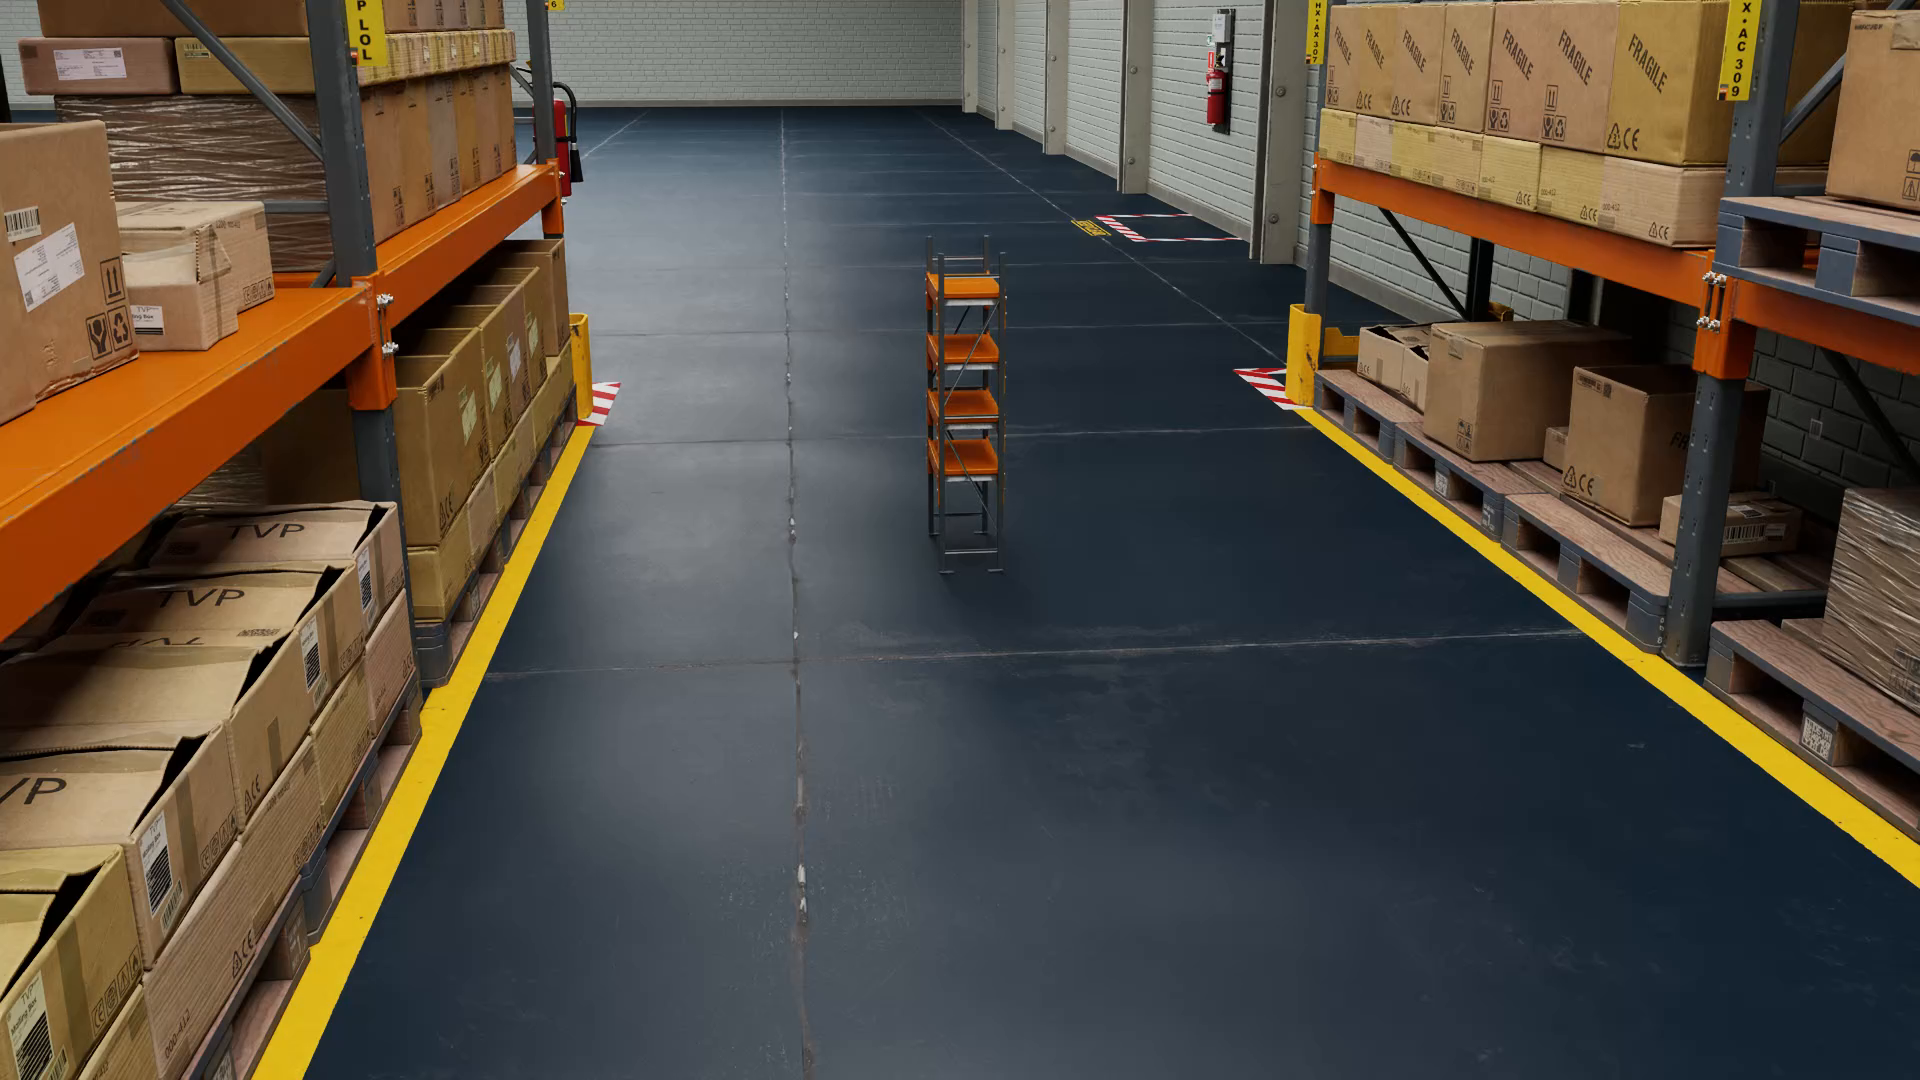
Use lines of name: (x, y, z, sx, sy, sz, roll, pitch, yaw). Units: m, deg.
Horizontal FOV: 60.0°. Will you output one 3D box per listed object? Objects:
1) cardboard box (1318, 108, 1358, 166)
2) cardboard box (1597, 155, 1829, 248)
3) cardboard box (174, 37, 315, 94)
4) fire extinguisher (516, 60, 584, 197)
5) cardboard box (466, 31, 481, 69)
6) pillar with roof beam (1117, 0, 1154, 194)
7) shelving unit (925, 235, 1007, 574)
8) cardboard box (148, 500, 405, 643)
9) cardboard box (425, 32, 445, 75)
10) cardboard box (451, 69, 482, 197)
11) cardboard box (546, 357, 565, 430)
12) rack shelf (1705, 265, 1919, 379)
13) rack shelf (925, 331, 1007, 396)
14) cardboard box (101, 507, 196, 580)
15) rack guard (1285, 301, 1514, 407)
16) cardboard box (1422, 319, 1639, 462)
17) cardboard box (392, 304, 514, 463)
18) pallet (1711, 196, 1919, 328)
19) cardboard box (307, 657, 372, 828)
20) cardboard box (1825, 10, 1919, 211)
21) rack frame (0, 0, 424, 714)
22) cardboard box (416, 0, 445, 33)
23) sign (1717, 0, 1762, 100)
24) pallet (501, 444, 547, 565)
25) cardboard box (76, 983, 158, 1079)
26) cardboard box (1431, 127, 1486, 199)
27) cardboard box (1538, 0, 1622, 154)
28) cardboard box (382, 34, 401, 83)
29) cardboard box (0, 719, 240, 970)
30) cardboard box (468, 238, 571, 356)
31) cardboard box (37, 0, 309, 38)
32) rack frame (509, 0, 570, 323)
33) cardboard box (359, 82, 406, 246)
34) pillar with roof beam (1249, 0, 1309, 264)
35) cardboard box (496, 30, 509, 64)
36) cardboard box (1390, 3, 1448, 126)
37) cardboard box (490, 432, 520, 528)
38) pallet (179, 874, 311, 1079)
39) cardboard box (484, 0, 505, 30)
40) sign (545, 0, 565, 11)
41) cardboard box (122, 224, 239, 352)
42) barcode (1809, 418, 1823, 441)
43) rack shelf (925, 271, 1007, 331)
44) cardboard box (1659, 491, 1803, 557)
cardboard box: (2.124, -2.021, 8.325, 0.500, 0.250, 0.500, -2, 18, -7)
cardboard box: (2.451, -1.117, 5.443, 0.500, 0.250, 0.500, -2, 18, -6)
cardboard box: (-1.960, -1.336, 4.674, 0.380, 0.149, 0.250, -2, 18, -6)
fire extinguisher: (-2.088, -2.097, 8.478, 0.296, 0.674, 0.183, -2, 18, -6)
cardboard box: (-2.203, -2.026, 6.874, 0.380, 0.149, 0.250, -1, 17, -4)
pillar with roof beam: (-2.198, -8.361, 18.286, 9.100, 9.000, 0.400, -2, 18, -6)
shelving unit: (0.017, -0.523, 6.340, 0.258, 1.200, 0.503, -2, 18, -6)
cardboard box: (-1.798, 0.063, 4.421, 0.500, 0.311, 0.500, -2, 18, -6)
cardboard box: (-2.124, -1.797, 6.144, 0.380, 0.149, 0.250, -2, 18, -6)
cardboard box: (-2.398, -1.688, 6.880, 0.700, 0.500, 0.500, -2, 18, -5)
cardboard box: (-2.125, -0.674, 7.704, 0.500, 0.250, 0.500, -2, 18, -6)
rack shelf: (3.008, -0.108, 3.213, 1.077, 0.370, 4.000, -2, 18, -6)
rack shelf: (0.017, -0.672, 6.293, 0.258, 0.148, 0.480, -2, 18, -6)
cardboard box: (-2.330, 0.082, 4.361, 0.500, 0.311, 0.500, -2, 18, -5)
rack guard: (2.397, -1.023, 9.102, 1.175, 0.500, 0.348, -2, 18, -6)
cardboard box: (2.456, -0.657, 7.200, 0.700, 0.500, 0.500, -3, 18, -9)
cardboard box: (-1.965, -0.585, 6.169, 0.500, 0.500, 0.500, -2, 18, -6)
pallet: (2.736, -0.723, 4.293, 1.003, 0.211, 1.213, -2, 18, -6)
cardboard box: (-1.744, 0.484, 4.016, 0.500, 0.250, 0.500, -2, 18, -6)
cardboard box: (2.820, -1.152, 4.436, 0.700, 0.500, 0.500, -2, 18, -5)
rack frame: (-2.125, -0.893, 4.513, 1.000, 3.000, 0.127, -2, 18, -6)
cardboard box: (-2.333, -2.140, 6.153, 0.700, 0.500, 0.500, -2, 18, -6)
sign: (2.263, -1.441, 4.813, 0.100, 0.325, 0.005, -2, 18, -6)
pallet: (-2.295, -0.165, 6.849, 1.003, 0.211, 1.213, -2, 18, -6)
cardboard box: (-1.587, 0.941, 2.561, 0.500, 0.250, 0.500, -2, 18, -7)
cardboard box: (2.288, -1.564, 6.869, 0.500, 0.250, 0.500, -2, 18, -5)
cardboard box: (2.388, -1.622, 5.802, 0.500, 0.500, 0.500, -2, 18, -6)
cardboard box: (-2.043, -1.566, 5.406, 0.380, 0.149, 0.250, -2, 18, -6)
cardboard box: (-1.641, 0.517, 2.977, 0.500, 0.311, 0.500, -2, 18, -6)
cardboard box: (-2.187, -1.180, 8.066, 0.500, 0.500, 0.500, -2, 18, -6)
cardboard box: (-2.177, -1.691, 4.724, 0.700, 0.500, 0.500, -2, 18, -5)
rack frame: (-2.538, -2.084, 8.309, 1.000, 3.000, 0.127, -2, 18, -6)
cardboard box: (-2.238, -1.229, 5.418, 0.700, 0.500, 0.500, -2, 18, -6)
pillar with roof beam: (-1.579, -6.574, 12.592, 9.100, 9.000, 0.400, -2, 18, -6)
cardboard box: (-2.281, -2.256, 7.604, 0.380, 0.149, 0.250, -1, 17, -4)
cardboard box: (2.227, -2.081, 7.263, 0.500, 0.500, 0.500, -2, 18, -7)
cardboard box: (-1.964, -0.227, 6.281, 0.500, 0.250, 0.500, -2, 18, -6)
pallet: (-1.881, 1.020, 3.074, 1.003, 0.211, 1.213, -2, 18, -6)
cardboard box: (-2.497, -2.596, 7.605, 0.700, 0.500, 0.500, -2, 18, -5)
sign: (-1.997, -2.762, 8.140, 0.100, 0.325, 0.005, -2, 18, -6)
cardboard box: (-1.852, -0.572, 3.716, 0.396, 0.266, 0.258, -2, 18, -7)
barcode: (2.985, -0.385, 5.800, 0.001, 0.075, 0.075, -2, 18, -6)
rack shelf: (0.017, -0.898, 6.223, 0.258, 0.148, 0.480, -2, 18, -6)
cardboard box: (2.717, -0.063, 5.867, 0.380, 0.166, 0.250, -4, 18, -13)
